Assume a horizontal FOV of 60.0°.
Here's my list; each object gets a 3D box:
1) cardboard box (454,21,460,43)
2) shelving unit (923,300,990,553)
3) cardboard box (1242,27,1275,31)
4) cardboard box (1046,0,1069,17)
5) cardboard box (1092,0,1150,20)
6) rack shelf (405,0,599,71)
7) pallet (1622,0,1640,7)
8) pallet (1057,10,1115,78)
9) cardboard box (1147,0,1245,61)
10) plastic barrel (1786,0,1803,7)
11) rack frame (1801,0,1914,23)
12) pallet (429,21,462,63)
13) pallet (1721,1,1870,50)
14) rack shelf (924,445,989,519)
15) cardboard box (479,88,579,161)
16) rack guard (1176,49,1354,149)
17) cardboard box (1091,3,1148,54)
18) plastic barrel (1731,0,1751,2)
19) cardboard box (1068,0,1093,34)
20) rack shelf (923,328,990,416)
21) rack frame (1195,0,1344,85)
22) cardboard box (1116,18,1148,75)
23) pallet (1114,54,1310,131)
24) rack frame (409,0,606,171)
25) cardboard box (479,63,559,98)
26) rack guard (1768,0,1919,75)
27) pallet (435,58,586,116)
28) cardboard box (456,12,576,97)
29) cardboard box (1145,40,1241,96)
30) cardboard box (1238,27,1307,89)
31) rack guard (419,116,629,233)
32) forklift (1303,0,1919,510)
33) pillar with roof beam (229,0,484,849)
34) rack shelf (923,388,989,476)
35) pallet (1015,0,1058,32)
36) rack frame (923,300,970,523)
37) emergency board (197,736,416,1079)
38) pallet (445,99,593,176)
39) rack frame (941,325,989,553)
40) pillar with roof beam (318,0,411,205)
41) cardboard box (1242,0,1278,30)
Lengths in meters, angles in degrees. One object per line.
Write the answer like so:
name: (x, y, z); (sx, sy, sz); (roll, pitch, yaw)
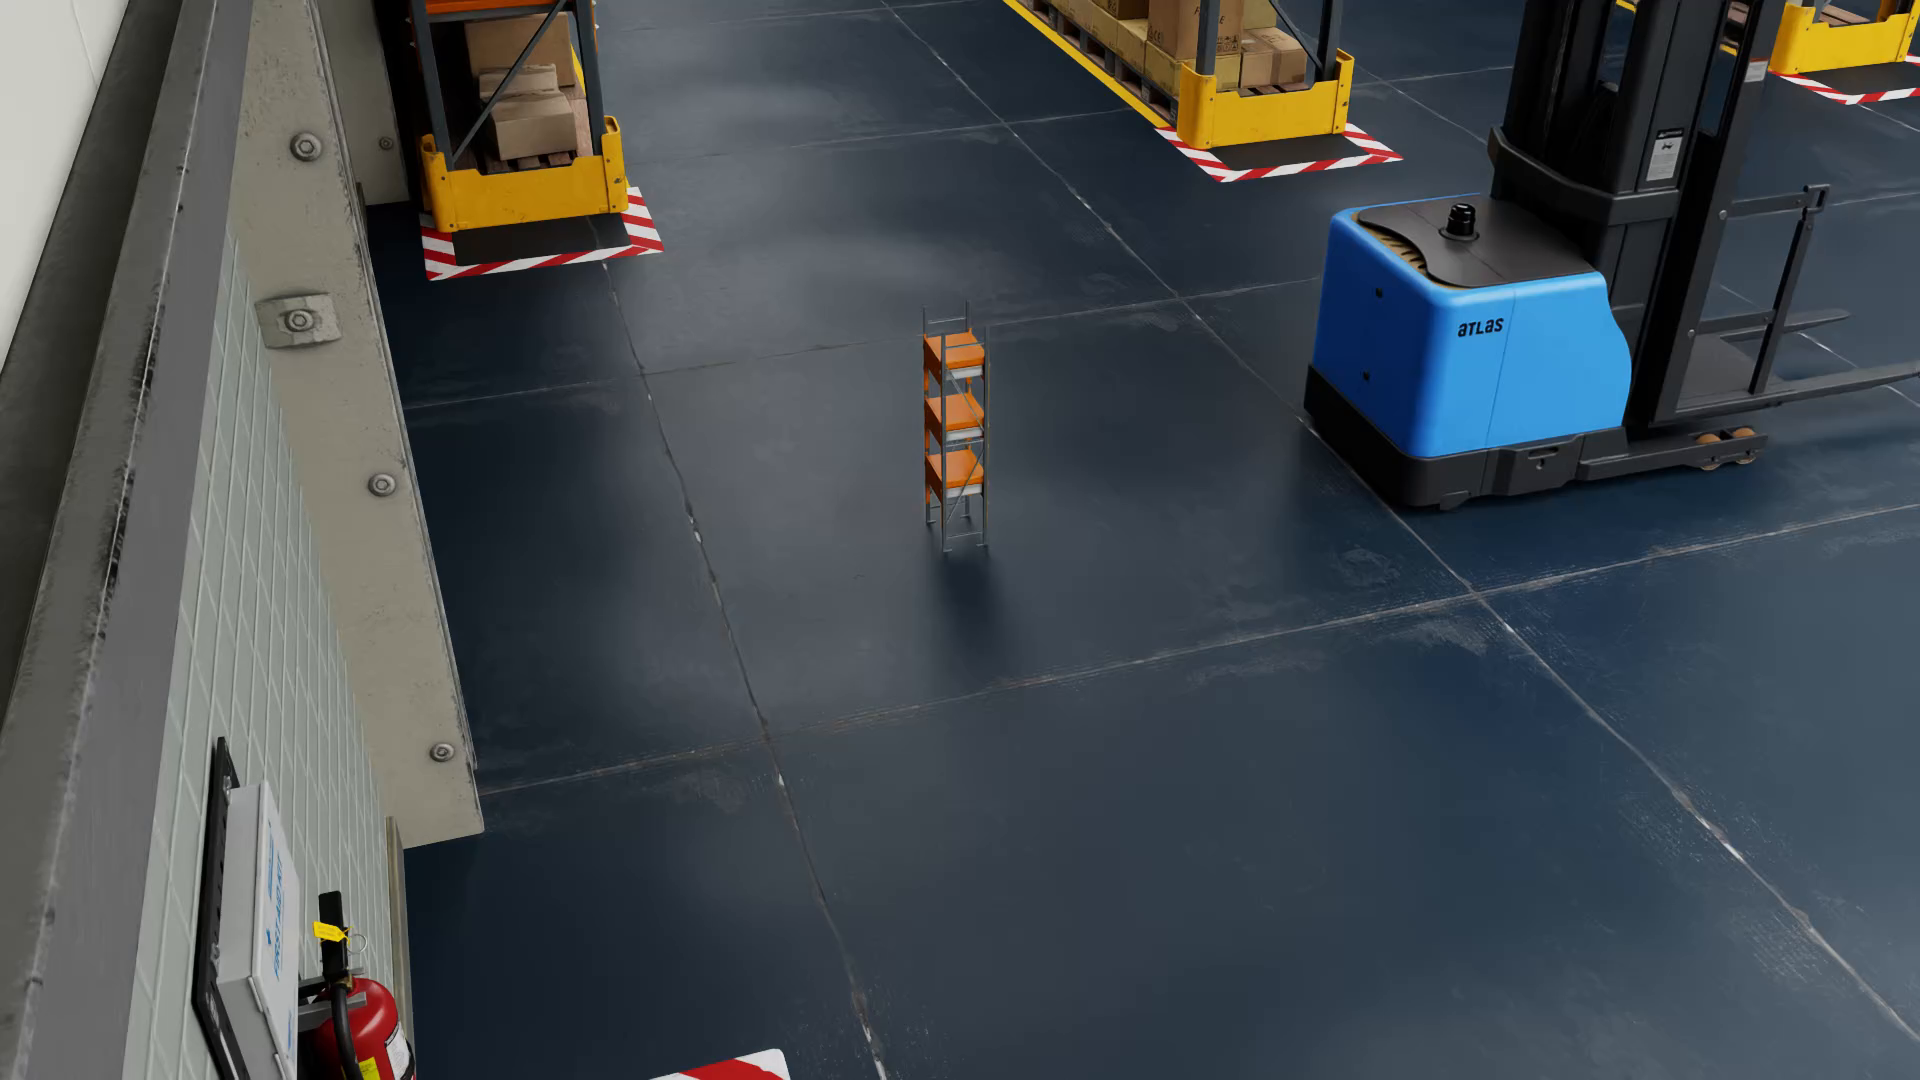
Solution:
cardboard box: (-3.504, -3.955, 12.382); (0.500, 0.500, 0.500); (-13, 35, -18)
shelving unit: (-0.016, -0.466, 7.003); (0.215, 1.050, 0.252); (-10, 35, -15)
cardboard box: (1.970, -3.696, 12.236); (0.500, 0.250, 0.500); (-10, 35, -15)
cardboard box: (1.006, -4.394, 13.292); (0.500, 0.250, 0.500); (-10, 35, -15)
cardboard box: (1.312, -4.182, 12.291); (0.500, 0.500, 0.500); (-10, 35, -15)
rack shelf: (-3.248, -4.002, 11.238); (1.077, 0.370, 4.000); (-10, 35, -15)
pallet: (6.117, -4.853, 14.404); (1.003, 0.211, 1.213); (-10, 35, -15)
pallet: (1.437, -3.958, 13.048); (1.003, 0.211, 1.213); (-10, 35, -15)
cardboard box: (1.631, -3.659, 11.500); (0.500, 0.500, 0.500); (-10, 35, -15)
plastic barrel: (6.523, -4.388, 13.045); (0.421, 0.512, 0.421); (0, 33, 0)
rack frame: (6.797, -4.918, 11.972); (1.000, 3.000, 0.127); (-10, 35, -15)
pallet: (-3.620, -3.842, 12.873); (1.003, 0.211, 1.213); (-10, 35, -15)
pallet: (6.486, -4.214, 13.436); (1.003, 0.211, 1.213); (-10, 35, -15)
rack shelf: (-0.016, -0.225, 7.162); (0.215, 0.259, 0.240); (-10, 35, -15)
cardboard box: (-2.764, -2.692, 10.643); (0.500, 0.311, 0.500); (-14, 36, -20)
rack guard: (2.086, -3.032, 11.384); (1.175, 0.500, 0.348); (-10, 35, -15)
cardboard box: (1.315, -3.870, 12.498); (0.500, 0.250, 0.500); (-10, 35, -15)
plastic barrel: (6.370, -4.651, 13.444); (0.421, 0.512, 0.421); (0, 33, 0)
cardboard box: (1.164, -4.132, 12.896); (0.500, 0.250, 0.500); (-10, 35, -15)
rack shelf: (-0.016, -0.694, 6.852); (0.215, 0.259, 0.240); (-10, 35, -15)
rack frame: (2.078, -4.087, 10.714); (1.000, 3.000, 0.127); (-10, 35, -15)
cardboard box: (1.469, -3.607, 12.102); (0.500, 0.250, 0.500); (-10, 35, -15)
pallet: (1.805, -3.318, 12.080); (1.003, 0.211, 1.213); (-10, 35, -15)
rack frame: (-2.638, -3.252, 9.451); (1.000, 3.000, 0.127); (-10, 35, -15)
cardboard box: (-2.937, -2.992, 11.096); (0.500, 0.311, 0.500); (-7, 34, -11)
rack guard: (6.729, -3.907, 12.709); (1.175, 0.500, 0.348); (-10, 35, -15)
pallet: (-3.244, -3.200, 11.902); (1.003, 0.211, 1.213); (-10, 35, -15)
cardboard box: (-3.114, -3.464, 11.640); (0.700, 0.500, 0.500); (-12, 35, -18)
cardboard box: (1.633, -3.347, 11.707); (0.500, 0.250, 0.500); (-10, 35, -15)
cardboard box: (2.126, -3.434, 11.839); (0.500, 0.250, 0.500); (-10, 35, -15)
rack guard: (-2.661, -2.249, 10.200); (1.175, 0.500, 0.348); (-10, 35, -15)
forklift: (3.249, -1.815, 7.339); (3.031, 2.935, 1.130); (-10, 35, -14)
pillar with roof beam: (2.254, -3.551, 4.461); (9.100, 9.000, 0.400); (-10, 35, -15)
rack shelf: (-0.016, -0.457, 7.009); (0.215, 0.259, 0.240); (-10, 35, -15)
pallet: (1.061, -4.599, 14.019); (1.003, 0.211, 1.213); (-10, 35, -15)
rack frame: (-0.054, -0.530, 7.100); (0.200, 1.050, 0.008); (-10, 35, -15)
emergency board: (-1.128, 0.980, 3.046); (0.194, 1.169, 0.643); (-10, 35, -15)
pallet: (-2.876, -2.561, 10.934); (1.003, 0.211, 1.213); (-10, 35, -15)
rack frame: (0.021, -0.402, 6.906); (0.200, 1.050, 0.008); (-10, 35, -15)
pillar with roof beam: (0.424, -6.701, 9.228); (9.100, 9.000, 0.400); (-10, 35, -15)
cardboard box: (1.972, -4.009, 12.029); (0.500, 0.500, 0.500); (-10, 35, -15)
